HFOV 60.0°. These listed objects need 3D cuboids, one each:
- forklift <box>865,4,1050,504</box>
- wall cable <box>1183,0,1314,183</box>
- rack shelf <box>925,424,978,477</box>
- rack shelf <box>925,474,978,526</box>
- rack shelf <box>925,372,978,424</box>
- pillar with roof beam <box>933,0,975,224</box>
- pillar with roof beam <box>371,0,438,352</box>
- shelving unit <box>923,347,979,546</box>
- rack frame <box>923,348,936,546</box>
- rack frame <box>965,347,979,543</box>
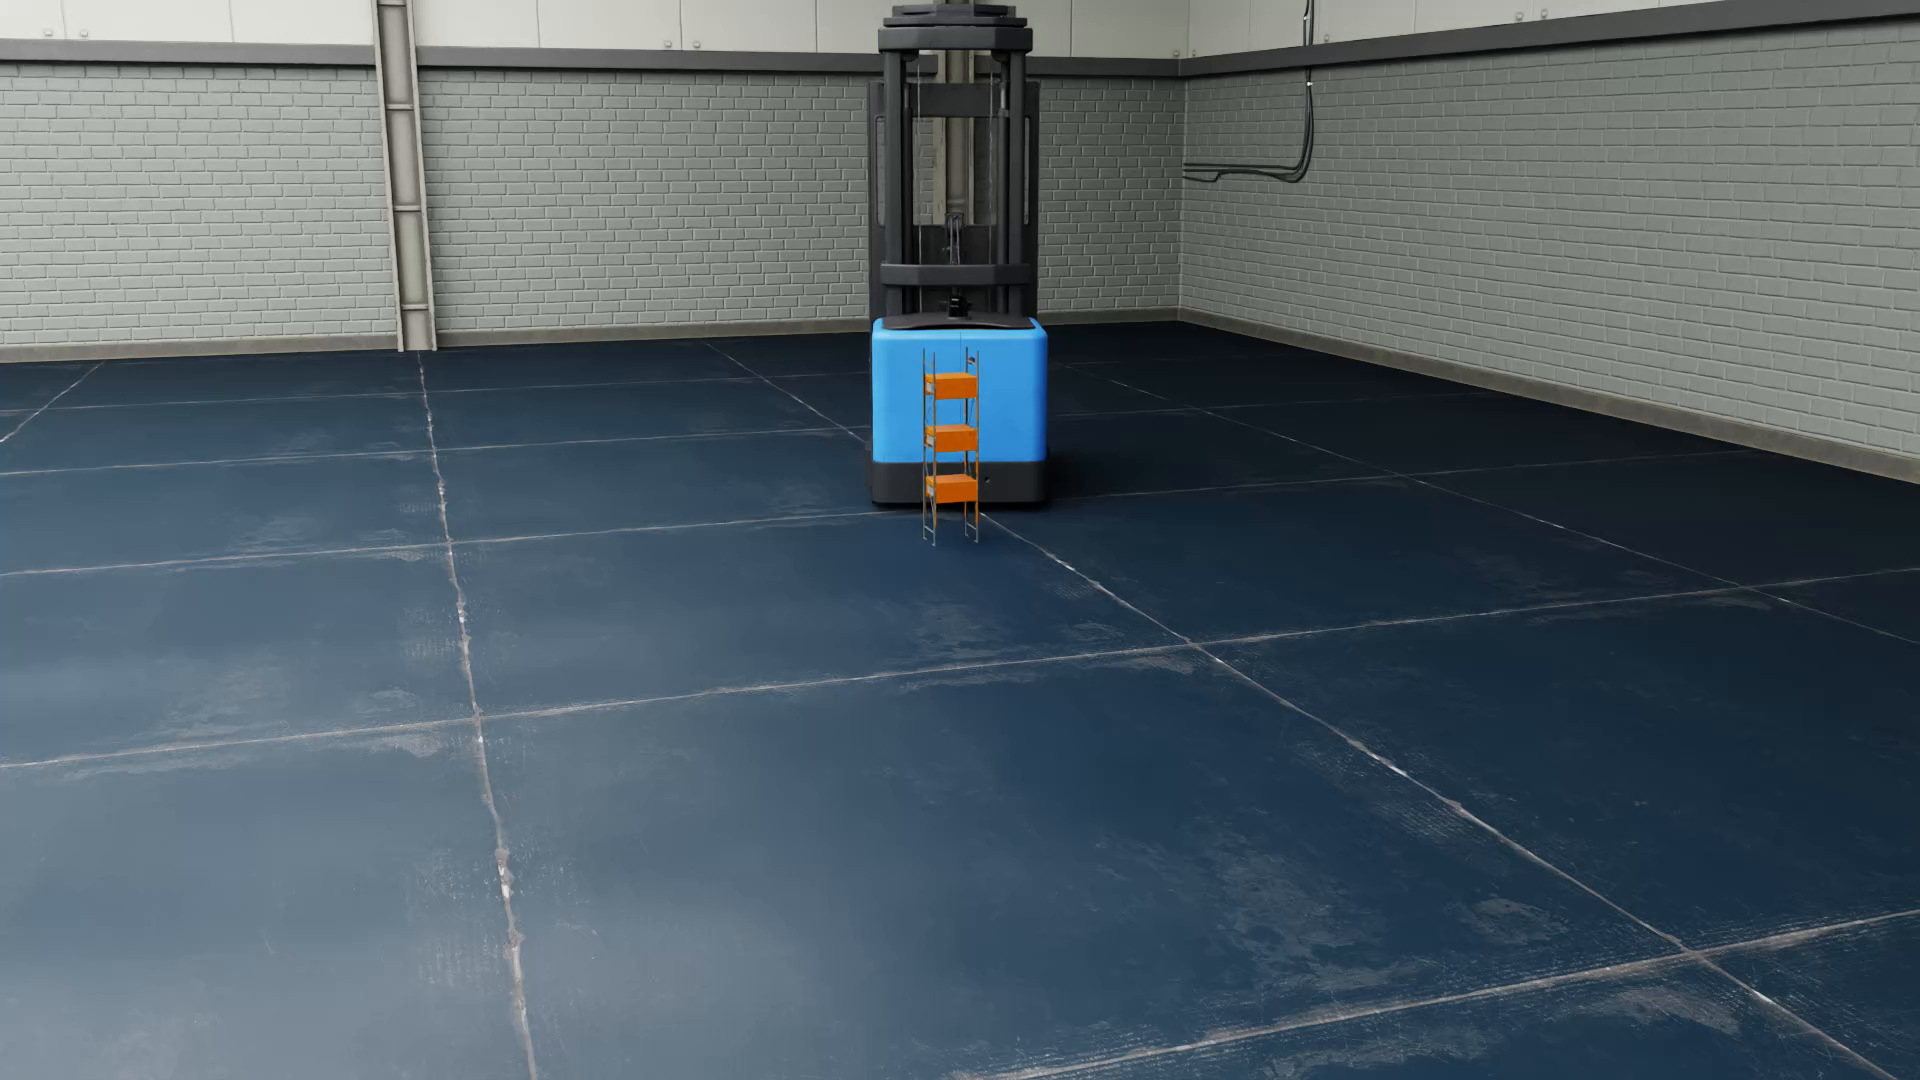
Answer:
[{"bbox_3d":[-0.055,-1.925,10.900,1.130,2.935,3.031,-1,13,-2],"label":"forklift"},{"bbox_3d":[3.140,-5.264,18.538,0.112,2.526,3.097,-4,14,-18],"label":"wall cable"},{"bbox_3d":[-0.051,-0.497,9.007,0.240,0.259,0.215,-4,14,-18],"label":"rack shelf"},{"bbox_3d":[-0.051,-0.226,9.071,0.240,0.259,0.215,-4,14,-18],"label":"rack shelf"},{"bbox_3d":[-0.051,-0.773,8.941,0.240,0.259,0.215,-4,14,-18],"label":"rack shelf"},{"bbox_3d":[1.300,-5.903,14.514,0.400,9.000,9.100,-4,14,-18],"label":"pillar with roof beam"},{"bbox_3d":[-4.387,-5.460,12.652,0.400,9.000,9.100,-4,14,-18],"label":"pillar with roof beam"},{"bbox_3d":[-0.051,-0.507,9.005,0.252,1.050,0.215,-4,14,-18],"label":"shelving unit"},{"bbox_3d":[-0.166,-0.498,8.967,0.008,1.050,0.200,-4,14,-18],"label":"rack frame"},{"bbox_3d":[0.065,-0.516,9.043,0.008,1.050,0.200,-4,14,-18],"label":"rack frame"}]
